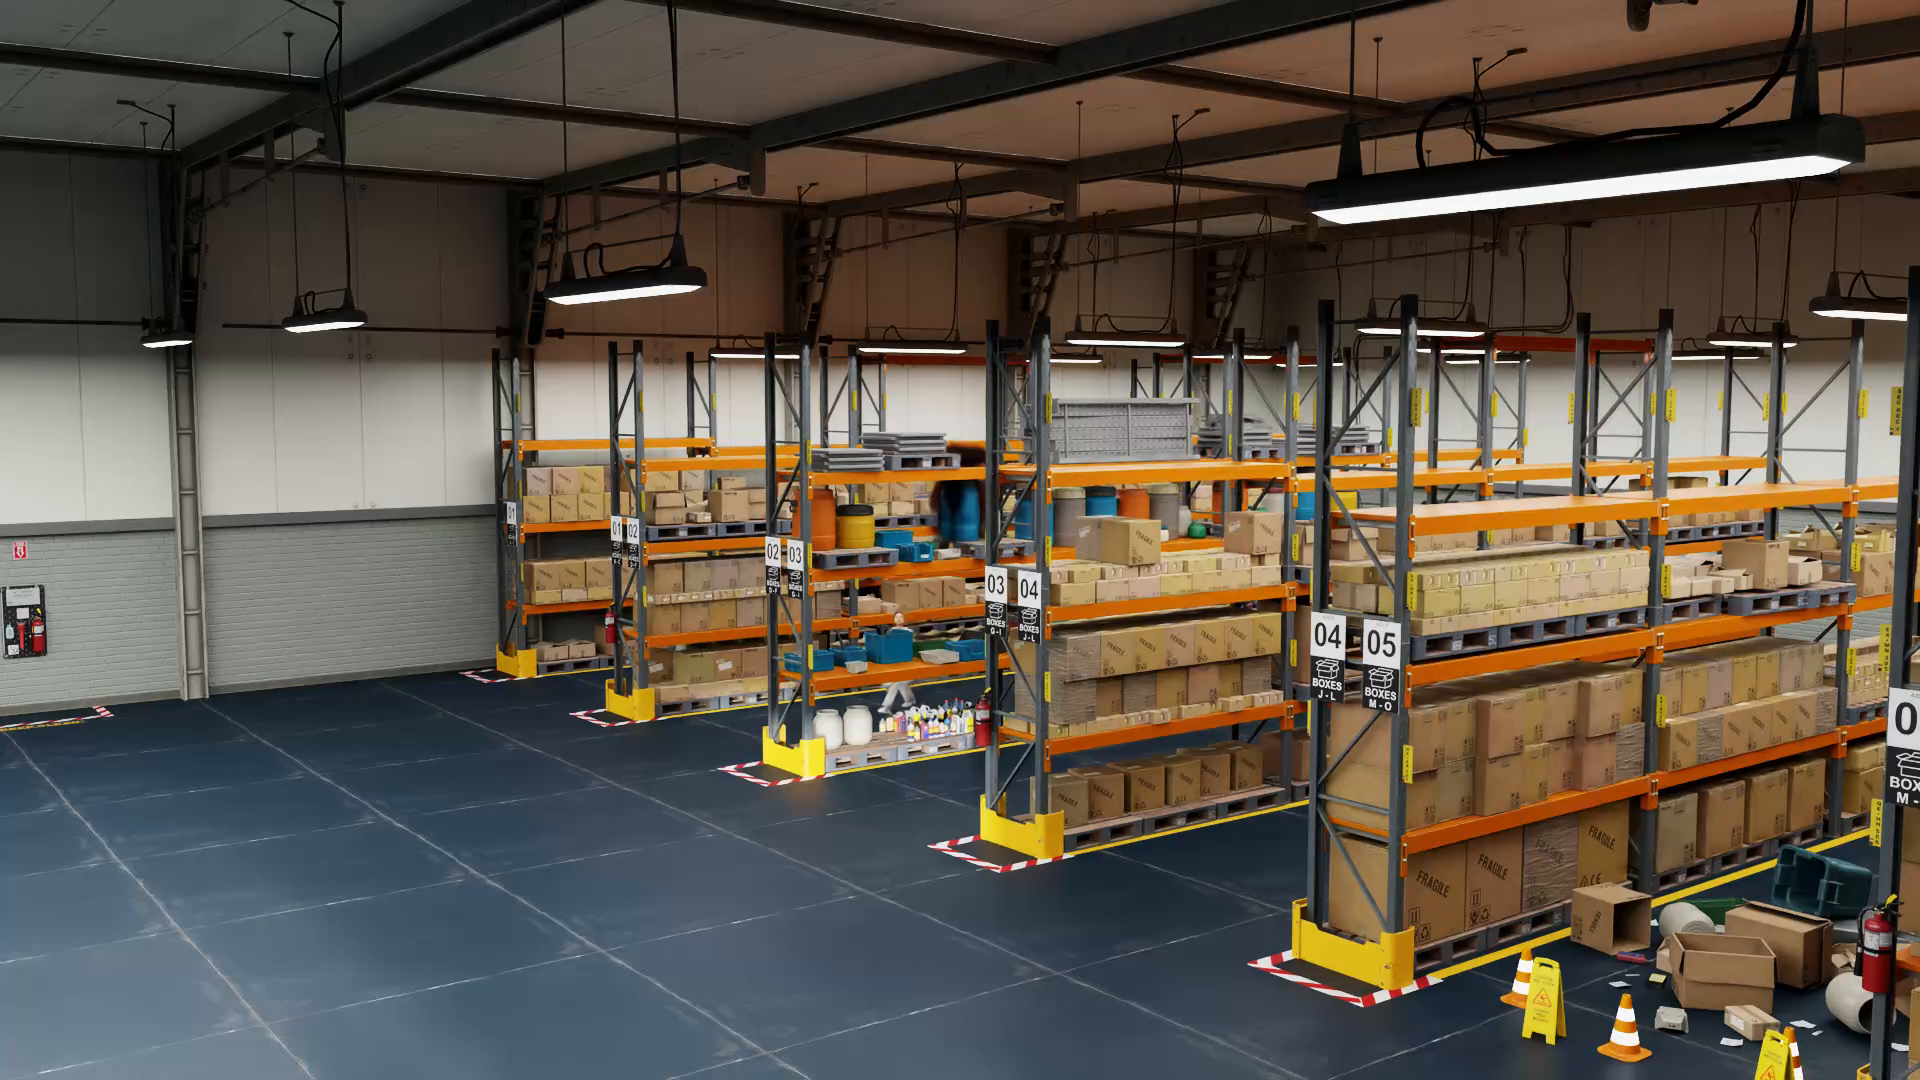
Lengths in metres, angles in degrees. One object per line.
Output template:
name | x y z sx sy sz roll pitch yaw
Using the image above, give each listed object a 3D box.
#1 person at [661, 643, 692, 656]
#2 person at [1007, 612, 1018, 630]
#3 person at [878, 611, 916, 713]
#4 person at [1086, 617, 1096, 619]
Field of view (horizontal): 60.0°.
person | -4.956 1.784 28.993 0.557 1.841 0.519 -1 5 -6
person | 1.150 1.311 34.877 0.746 1.697 0.639 -3 6 -31
person | -1.067 1.971 26.967 0.434 1.598 0.989 5 7 45
person | 2.295 1.701 30.264 0.463 1.586 0.469 -4 7 -41
